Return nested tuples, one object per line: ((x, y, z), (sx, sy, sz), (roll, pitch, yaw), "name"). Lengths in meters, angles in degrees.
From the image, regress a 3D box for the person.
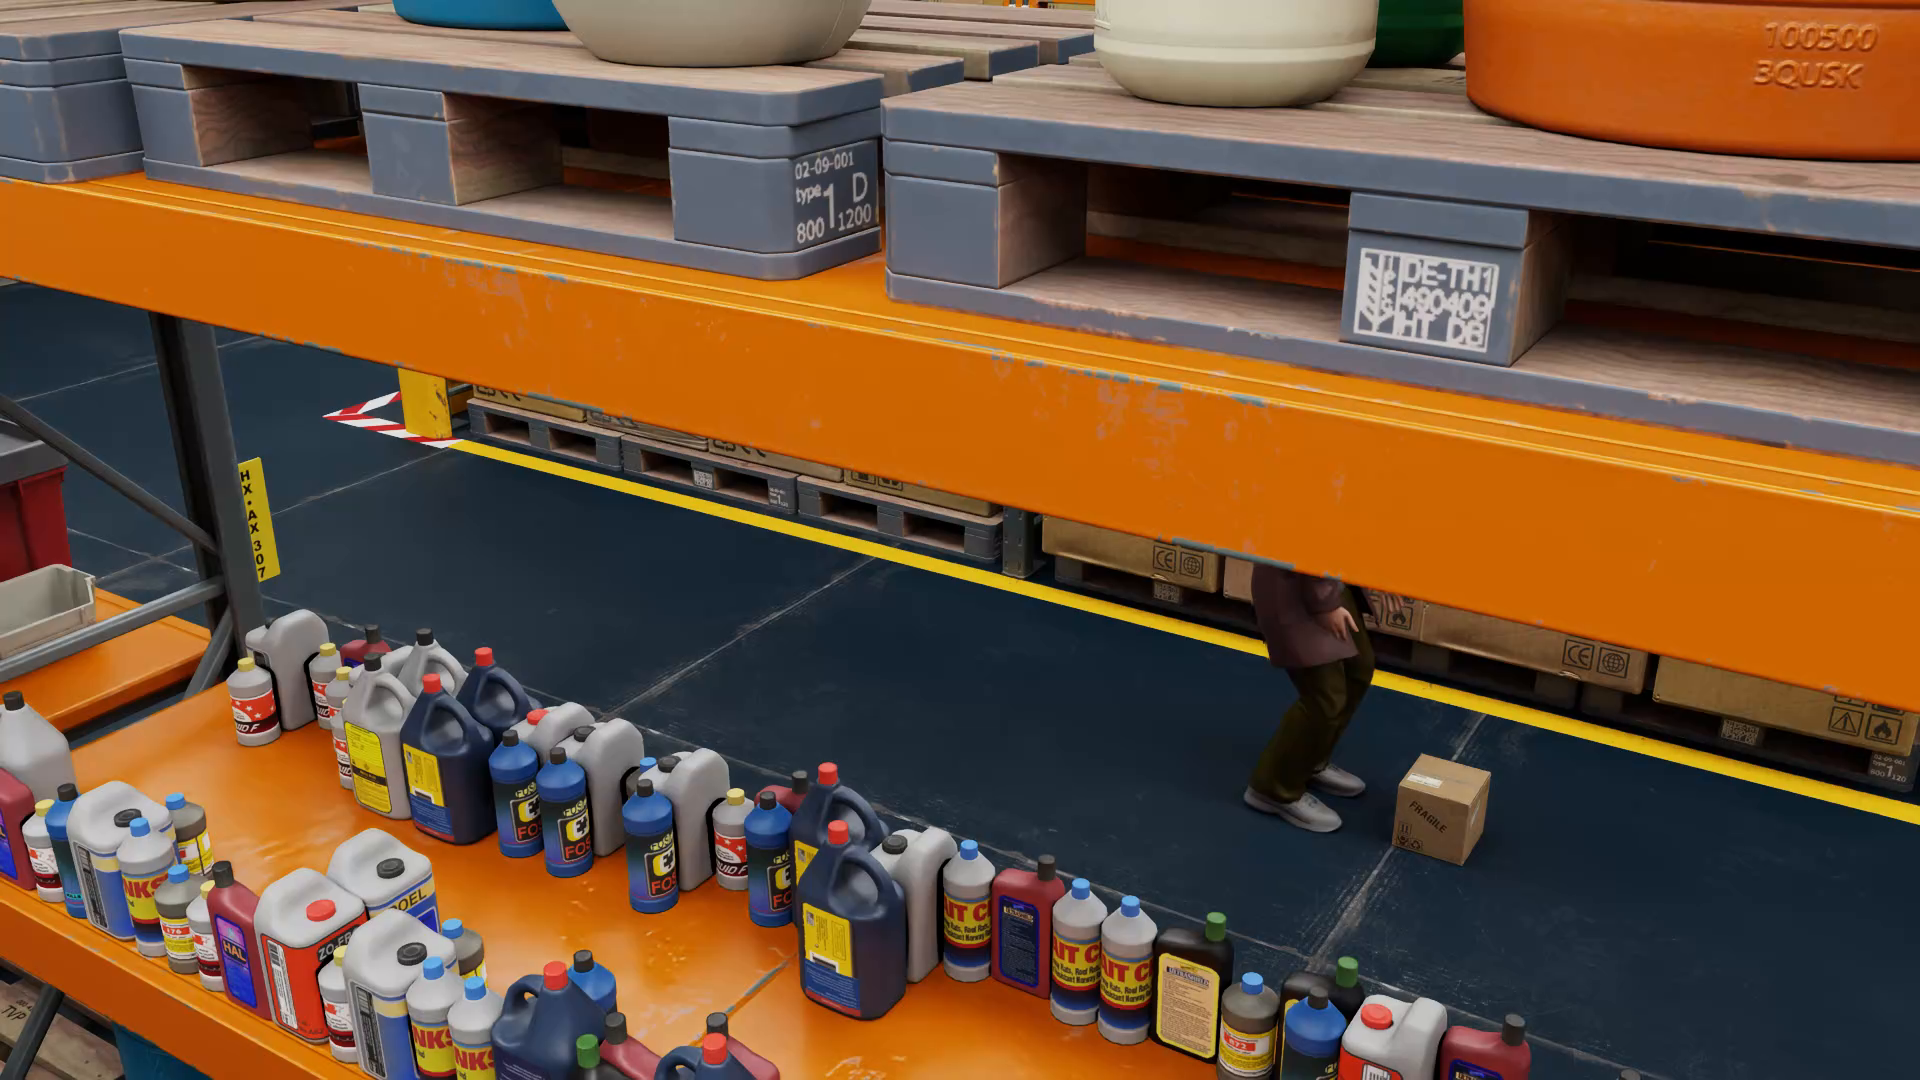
((1.281, 0.180, 5.837), (0.496, 1.672, 0.607), (14, 27, 30), "person")
